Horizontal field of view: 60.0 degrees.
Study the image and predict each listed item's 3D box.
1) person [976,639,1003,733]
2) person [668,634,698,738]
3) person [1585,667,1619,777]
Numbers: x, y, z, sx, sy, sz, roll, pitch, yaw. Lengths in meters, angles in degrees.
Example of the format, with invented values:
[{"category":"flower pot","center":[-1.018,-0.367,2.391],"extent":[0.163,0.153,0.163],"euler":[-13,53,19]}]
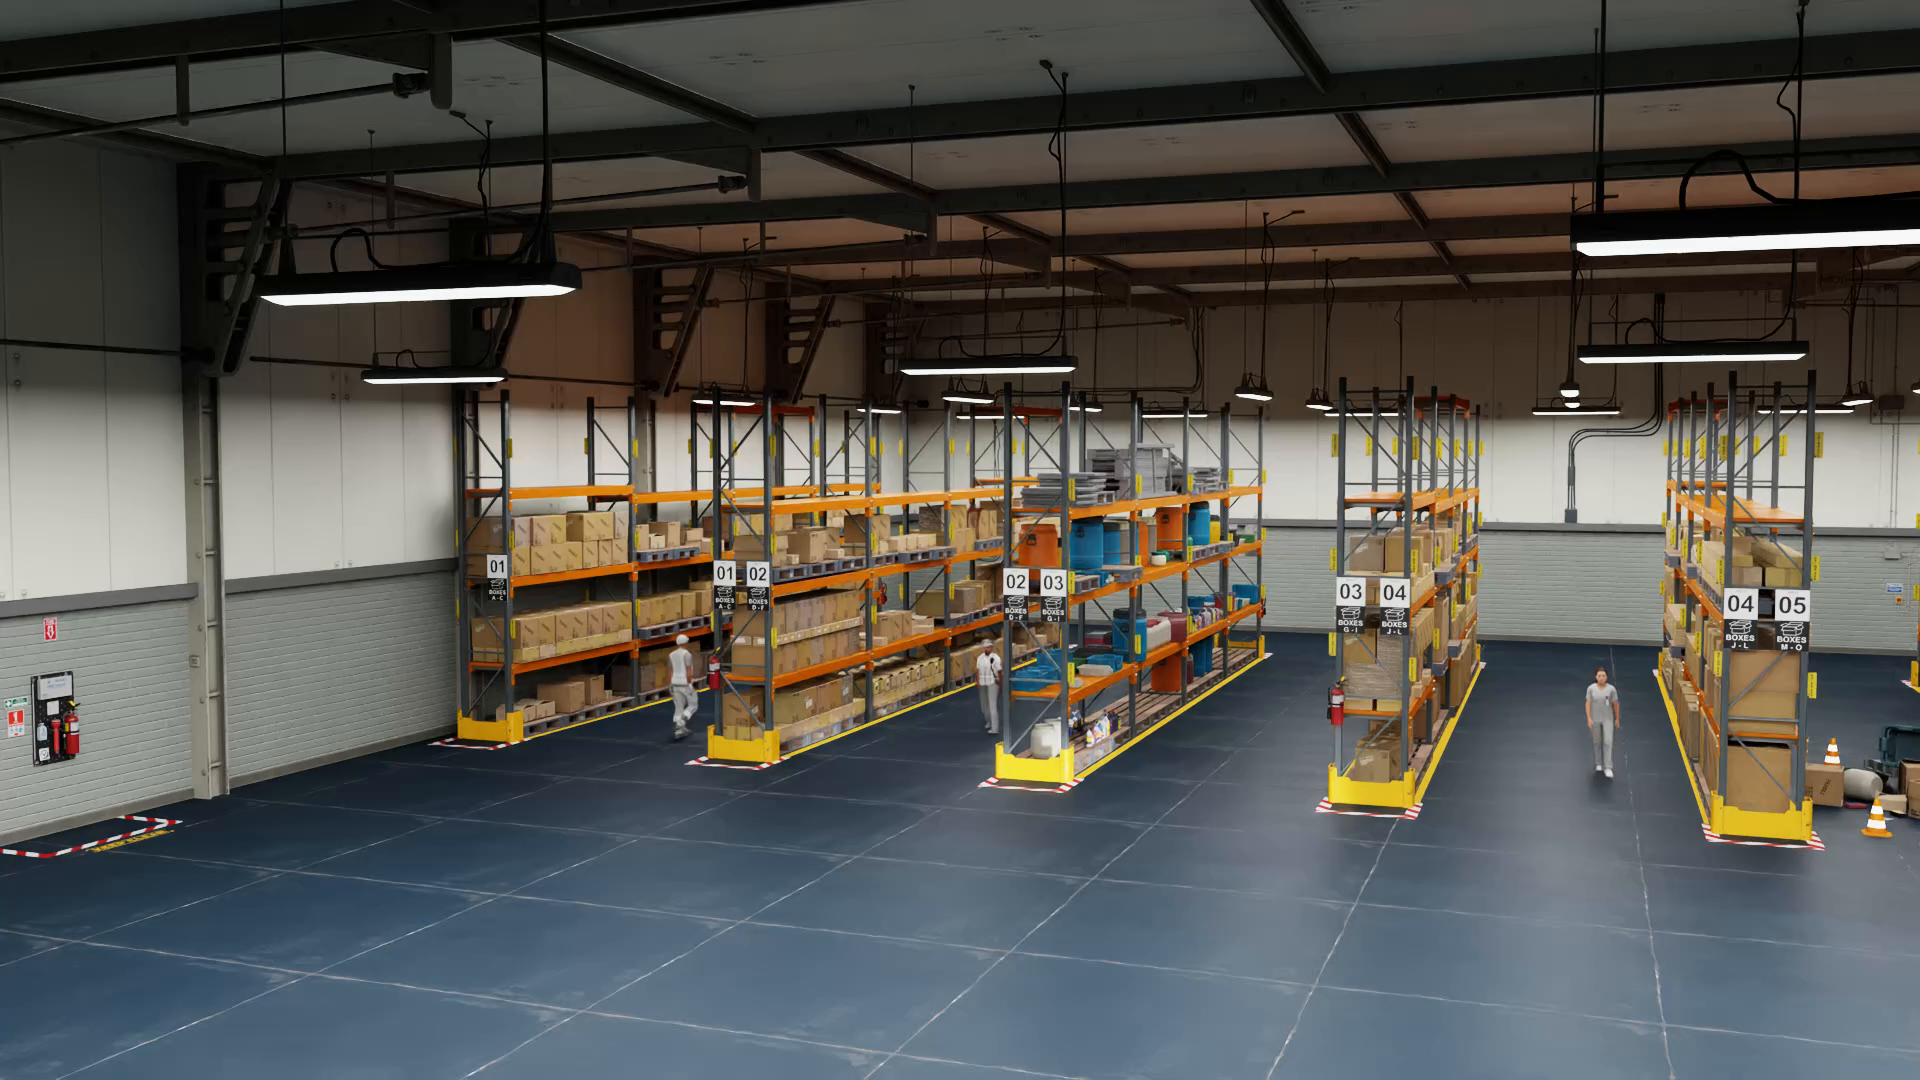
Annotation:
[{"category":"person","center":[0.538,2.565,29.390],"extent":[0.527,1.641,0.794],"euler":[2,4,30]},{"category":"person","center":[-4.833,2.524,28.748],"extent":[0.579,1.781,0.514],"euler":[2,4,31]},{"category":"person","center":[9.799,2.762,25.402],"extent":[0.481,1.626,0.948],"euler":[2,4,27]}]
